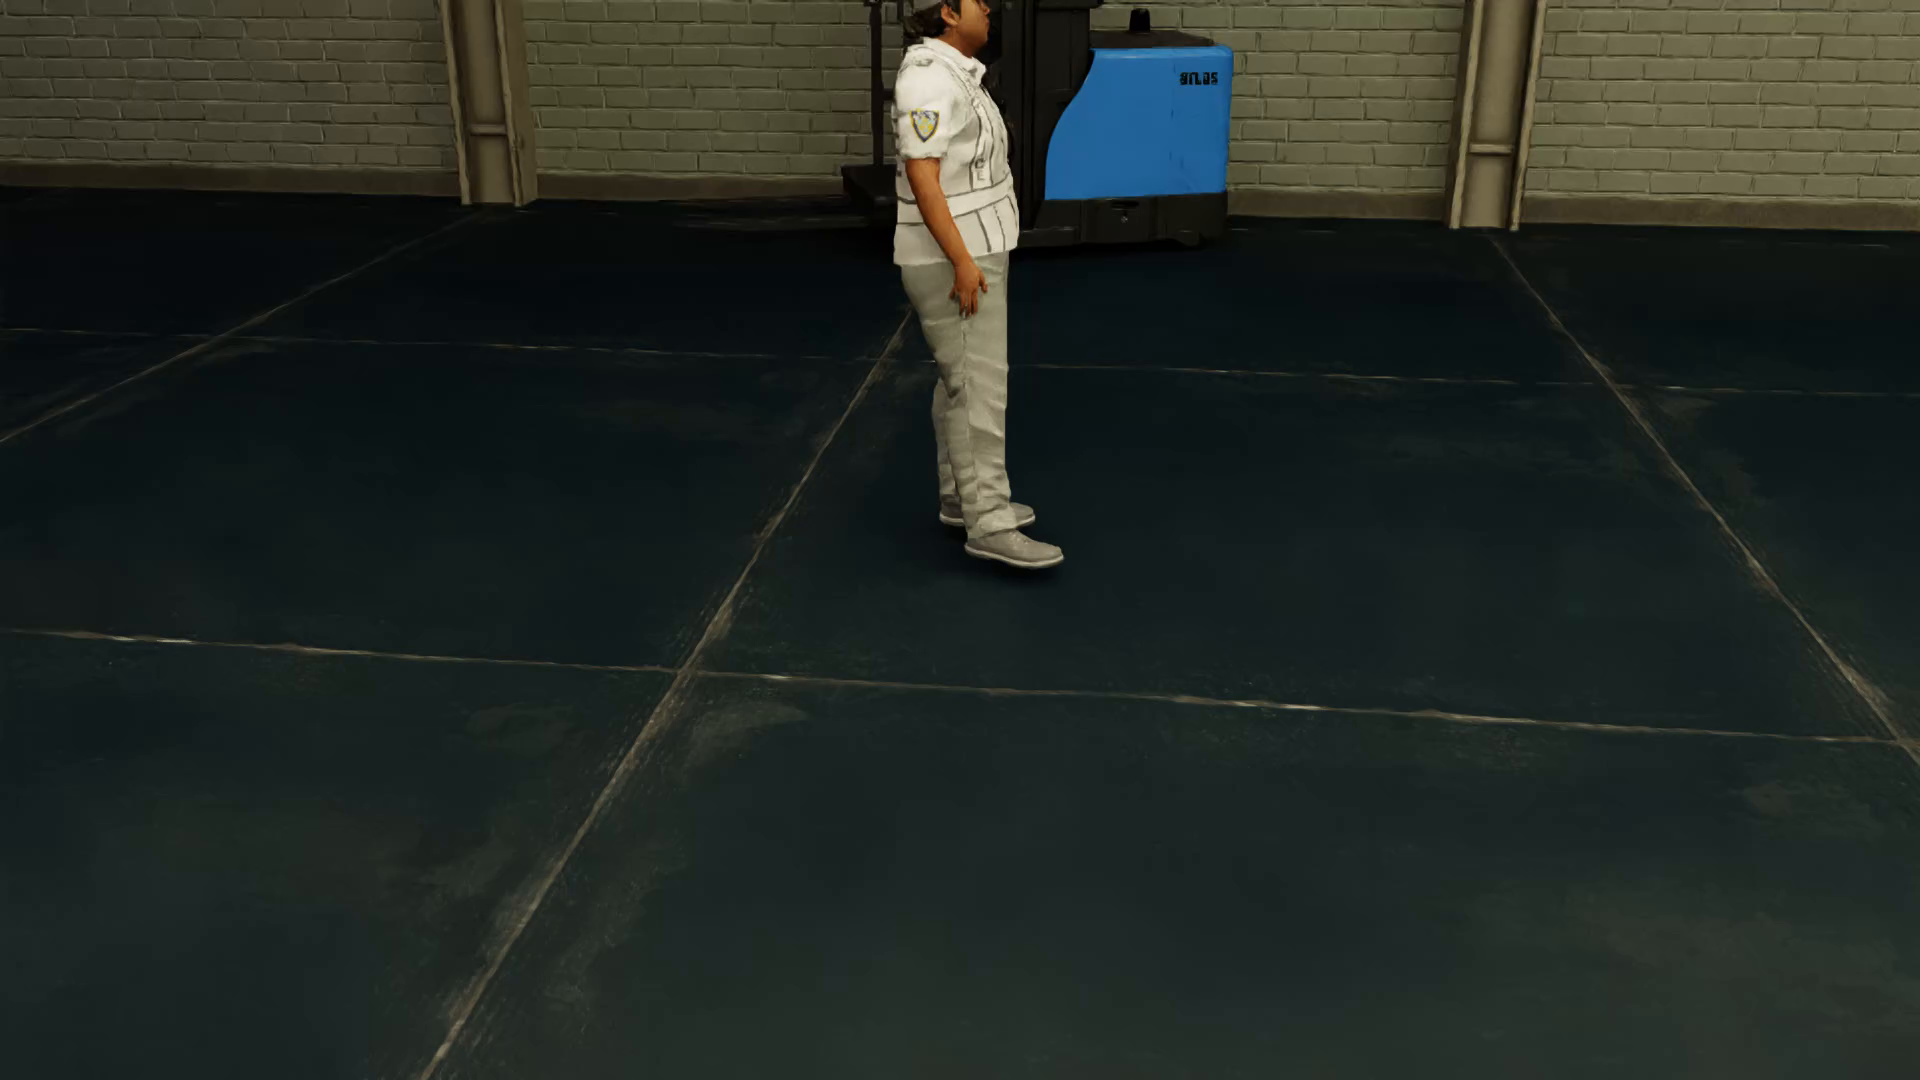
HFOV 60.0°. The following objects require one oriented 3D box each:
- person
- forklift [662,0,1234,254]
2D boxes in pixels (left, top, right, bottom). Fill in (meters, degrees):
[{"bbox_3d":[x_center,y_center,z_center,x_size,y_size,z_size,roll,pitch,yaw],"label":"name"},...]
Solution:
[{"bbox_3d":[0.073,-0.804,4.819,0.529,1.669,0.598,3,22,7],"label":"person"},{"bbox_3d":[-0.103,-3.027,8.771,3.031,2.935,1.130,-5,22,-12],"label":"forklift"}]
